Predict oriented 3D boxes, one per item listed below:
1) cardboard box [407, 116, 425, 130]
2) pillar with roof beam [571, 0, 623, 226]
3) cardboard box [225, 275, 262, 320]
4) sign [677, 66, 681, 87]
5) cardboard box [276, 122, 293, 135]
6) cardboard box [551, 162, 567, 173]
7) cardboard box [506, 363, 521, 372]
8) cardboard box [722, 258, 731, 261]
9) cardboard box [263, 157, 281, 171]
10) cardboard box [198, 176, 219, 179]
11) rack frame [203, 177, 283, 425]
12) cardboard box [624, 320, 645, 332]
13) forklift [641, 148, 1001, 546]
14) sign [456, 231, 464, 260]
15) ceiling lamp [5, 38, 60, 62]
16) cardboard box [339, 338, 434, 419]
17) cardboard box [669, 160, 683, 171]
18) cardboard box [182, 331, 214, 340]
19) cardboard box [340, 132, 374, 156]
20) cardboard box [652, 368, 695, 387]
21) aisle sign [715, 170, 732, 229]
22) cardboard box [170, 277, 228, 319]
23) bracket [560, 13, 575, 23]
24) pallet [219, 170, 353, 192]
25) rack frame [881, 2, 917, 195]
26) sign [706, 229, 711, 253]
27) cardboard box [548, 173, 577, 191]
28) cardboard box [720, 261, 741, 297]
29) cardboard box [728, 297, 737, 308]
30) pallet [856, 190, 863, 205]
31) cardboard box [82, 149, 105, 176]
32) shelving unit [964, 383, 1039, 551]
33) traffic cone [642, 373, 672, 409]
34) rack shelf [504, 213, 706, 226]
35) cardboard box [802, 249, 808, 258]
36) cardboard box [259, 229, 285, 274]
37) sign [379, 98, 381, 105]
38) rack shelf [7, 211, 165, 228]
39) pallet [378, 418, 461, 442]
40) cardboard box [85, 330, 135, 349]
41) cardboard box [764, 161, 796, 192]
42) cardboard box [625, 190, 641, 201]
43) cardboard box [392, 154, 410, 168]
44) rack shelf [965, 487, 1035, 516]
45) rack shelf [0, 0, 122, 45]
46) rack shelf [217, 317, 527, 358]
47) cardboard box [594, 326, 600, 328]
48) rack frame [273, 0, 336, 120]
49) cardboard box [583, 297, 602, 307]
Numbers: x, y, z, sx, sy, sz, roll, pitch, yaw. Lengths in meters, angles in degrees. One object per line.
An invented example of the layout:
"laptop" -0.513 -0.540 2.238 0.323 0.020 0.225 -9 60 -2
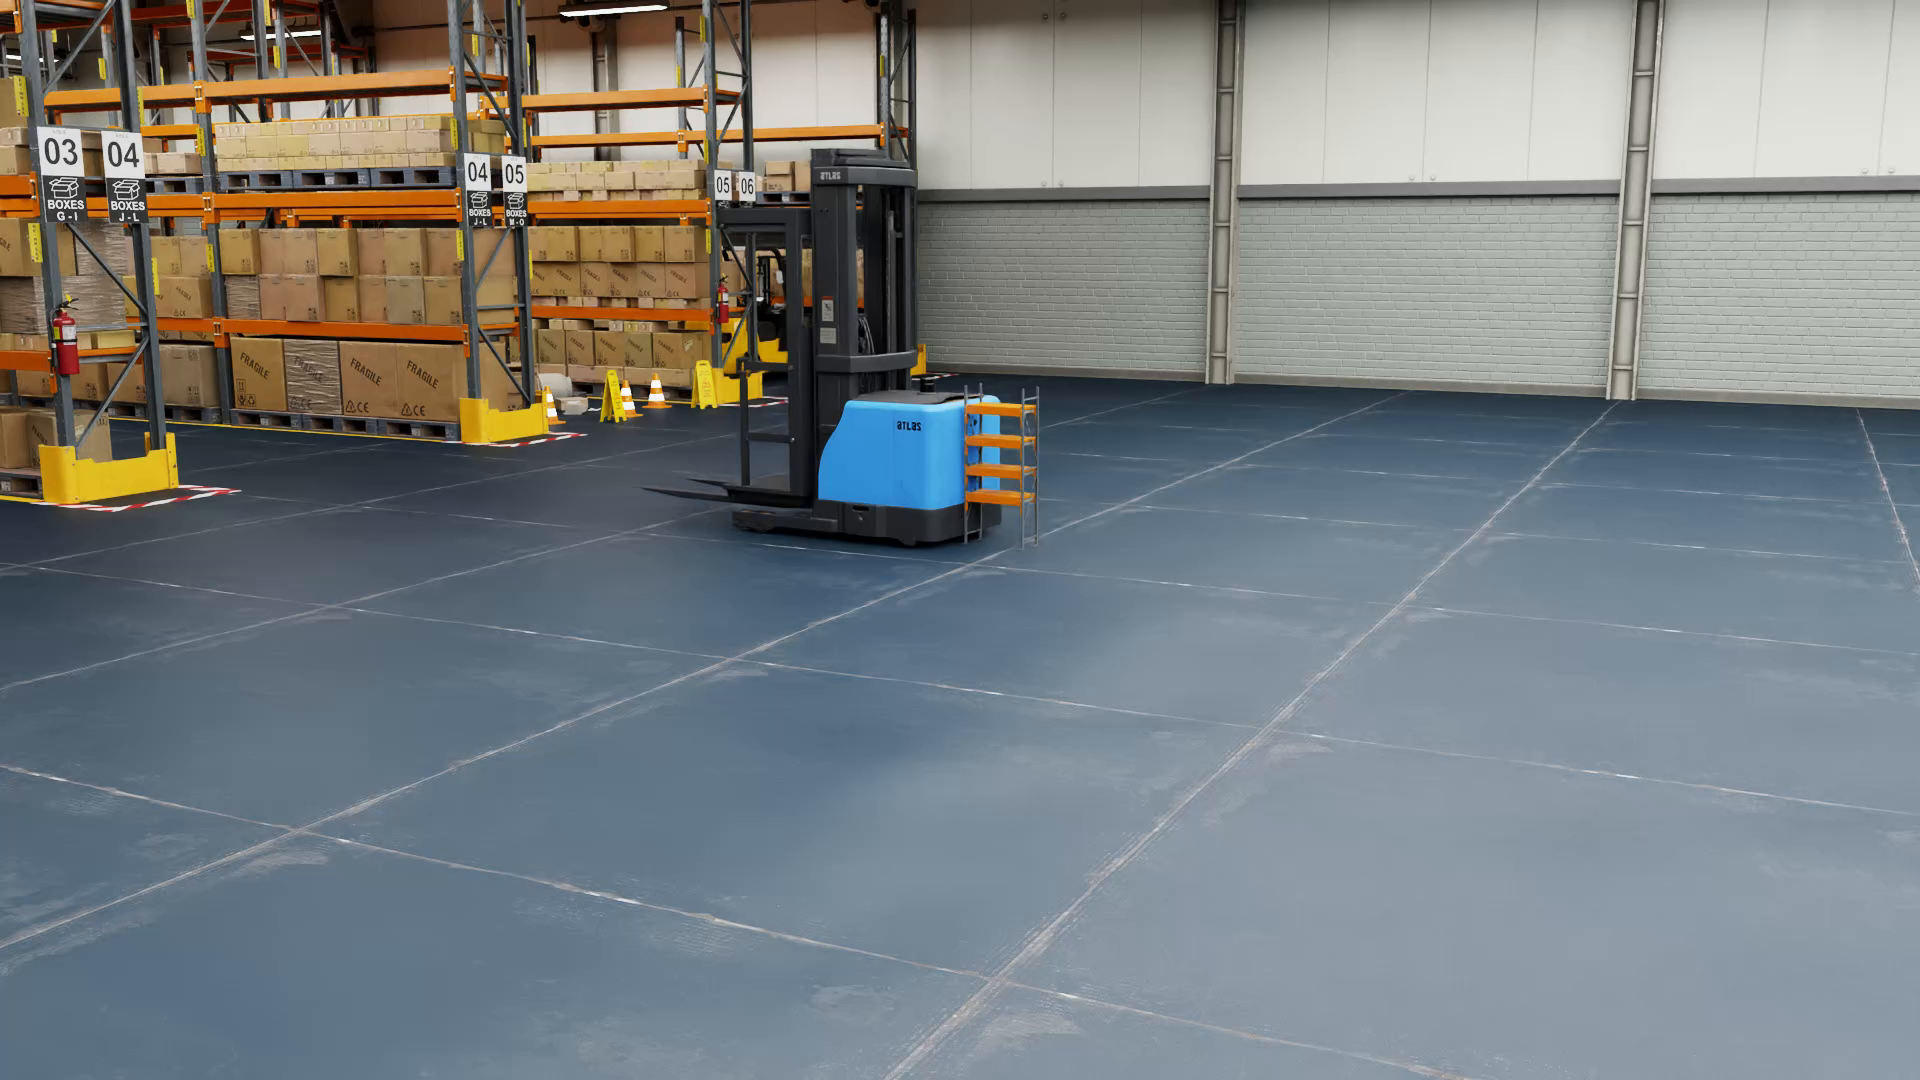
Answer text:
"cardboard box" -5.967 -4.660 18.642 0.250 0.149 0.380 5 11 26
"pillar with roof beam" -8.510 -7.195 27.218 0.548 9.000 9.100 5 11 26
"cardboard box" -8.542 -3.029 20.625 0.550 0.550 0.875 5 11 26
"sign" -4.815 -7.937 28.474 0.005 0.325 0.100 5 11 26
"cardboard box" -7.787 -4.820 19.526 0.250 0.149 0.380 5 11 26
"cardboard box" -5.693 -5.375 24.048 0.250 0.149 0.380 5 11 24
"cardboard box" -6.420 -2.251 23.756 0.500 0.500 0.500 -4 11 -23
"cardboard box" -3.938 -4.839 28.945 0.250 0.149 0.380 5 11 26
"cardboard box" -8.022 -4.448 19.709 0.250 0.149 0.380 5 11 25
"cardboard box" -12.075 -5.921 27.140 0.500 0.500 0.500 5 11 26
"rack frame" -8.878 -2.983 20.788 0.127 3.000 1.000 5 11 26
"cardboard box" -4.608 -3.068 23.873 0.250 0.149 0.380 5 12 27
"forklift" -1.202 -1.569 13.169 3.031 2.935 1.130 6 12 31
"sign" -5.544 -3.268 18.450 0.005 0.325 0.100 5 11 26
"ceiling lamp" -18.781 -11.184 32.865 0.800 3.185 2.000 5 11 26
"cardboard box" -6.719 -1.941 19.817 0.875 0.875 0.875 5 11 25
"cardboard box" -3.840 -5.217 23.176 0.250 0.149 0.380 5 12 27
"cardboard box" -12.548 -3.467 28.250 0.875 0.875 0.875 5 12 27
"cardboard box" -6.752 -4.545 19.125 0.500 0.250 0.500 5 11 25
"cardboard box" -4.057 -2.342 23.791 0.500 0.250 0.500 5 11 26
"aisle sign" -3.264 -4.694 22.944 0.004 0.787 0.394 5 11 26
"cardboard box" -9.465 -3.030 20.771 0.500 0.500 0.500 5 11 25
"bracket" -7.134 -9.630 30.564 0.430 0.232 0.235 5 11 26
"pallet" -8.149 -4.349 20.164 1.213 0.211 1.003 5 11 26
"rack frame" -0.999 -7.211 27.306 0.127 3.000 1.000 5 11 26
"sign" -3.455 -4.104 22.847 0.005 0.325 0.100 5 11 26
"cardboard box" -5.595 -5.171 24.041 0.500 0.250 0.500 5 11 26
"cardboard box" -3.494 -3.743 23.875 0.500 0.500 0.500 5 11 25
"cardboard box" -3.405 -3.402 23.812 0.250 0.149 0.380 5 11 26
"pallet" -1.621 -5.752 27.912 1.213 0.211 1.003 5 11 26
"cardboard box" -7.894 -3.365 14.898 0.500 0.250 0.500 5 12 28
"shelving unit" 0.307 -0.549 12.395 0.503 1.200 0.258 6 12 31
"traffic cone" -4.148 -2.046 22.734 0.334 0.463 0.336 5 11 26
"rack shelf" -6.379 -5.854 30.250 4.000 0.370 1.077 5 11 26
"cardboard box" -2.602 -4.853 28.185 0.250 0.149 0.380 5 12 27
"cardboard box" -8.018 -3.529 20.351 0.550 0.550 0.875 5 11 26
"sign" -11.520 -8.783 32.926 0.005 0.325 0.100 5 11 26
"rack shelf" -15.747 -5.691 29.351 4.000 0.370 1.077 5 11 26
"pallet" -6.043 -1.346 19.574 1.213 0.211 1.003 5 11 26
"cardboard box" -7.727 -1.820 15.071 0.250 0.149 0.380 5 11 26
"cardboard box" -2.886 -6.187 28.318 0.637 0.503 0.797 5 12 28
"cardboard box" -4.538 -4.885 23.584 0.250 0.149 0.380 5 11 25
"cardboard box" -6.196 -4.288 18.823 0.250 0.149 0.380 5 11 27
"rack shelf" 0.307 -0.288 12.443 0.480 0.148 0.258 6 12 31
"rack shelf" -9.370 -4.637 15.115 4.000 0.370 1.077 5 11 26
"rack shelf" -7.085 -2.471 19.982 4.000 0.370 1.077 5 11 26
"cardboard box" -5.673 -2.960 25.101 0.500 0.500 0.500 5 12 27
"rack frame" -10.366 -7.049 26.408 0.127 3.000 1.000 5 11 26
"cardboard box" -5.257 -3.464 24.152 0.250 0.149 0.380 5 11 26
